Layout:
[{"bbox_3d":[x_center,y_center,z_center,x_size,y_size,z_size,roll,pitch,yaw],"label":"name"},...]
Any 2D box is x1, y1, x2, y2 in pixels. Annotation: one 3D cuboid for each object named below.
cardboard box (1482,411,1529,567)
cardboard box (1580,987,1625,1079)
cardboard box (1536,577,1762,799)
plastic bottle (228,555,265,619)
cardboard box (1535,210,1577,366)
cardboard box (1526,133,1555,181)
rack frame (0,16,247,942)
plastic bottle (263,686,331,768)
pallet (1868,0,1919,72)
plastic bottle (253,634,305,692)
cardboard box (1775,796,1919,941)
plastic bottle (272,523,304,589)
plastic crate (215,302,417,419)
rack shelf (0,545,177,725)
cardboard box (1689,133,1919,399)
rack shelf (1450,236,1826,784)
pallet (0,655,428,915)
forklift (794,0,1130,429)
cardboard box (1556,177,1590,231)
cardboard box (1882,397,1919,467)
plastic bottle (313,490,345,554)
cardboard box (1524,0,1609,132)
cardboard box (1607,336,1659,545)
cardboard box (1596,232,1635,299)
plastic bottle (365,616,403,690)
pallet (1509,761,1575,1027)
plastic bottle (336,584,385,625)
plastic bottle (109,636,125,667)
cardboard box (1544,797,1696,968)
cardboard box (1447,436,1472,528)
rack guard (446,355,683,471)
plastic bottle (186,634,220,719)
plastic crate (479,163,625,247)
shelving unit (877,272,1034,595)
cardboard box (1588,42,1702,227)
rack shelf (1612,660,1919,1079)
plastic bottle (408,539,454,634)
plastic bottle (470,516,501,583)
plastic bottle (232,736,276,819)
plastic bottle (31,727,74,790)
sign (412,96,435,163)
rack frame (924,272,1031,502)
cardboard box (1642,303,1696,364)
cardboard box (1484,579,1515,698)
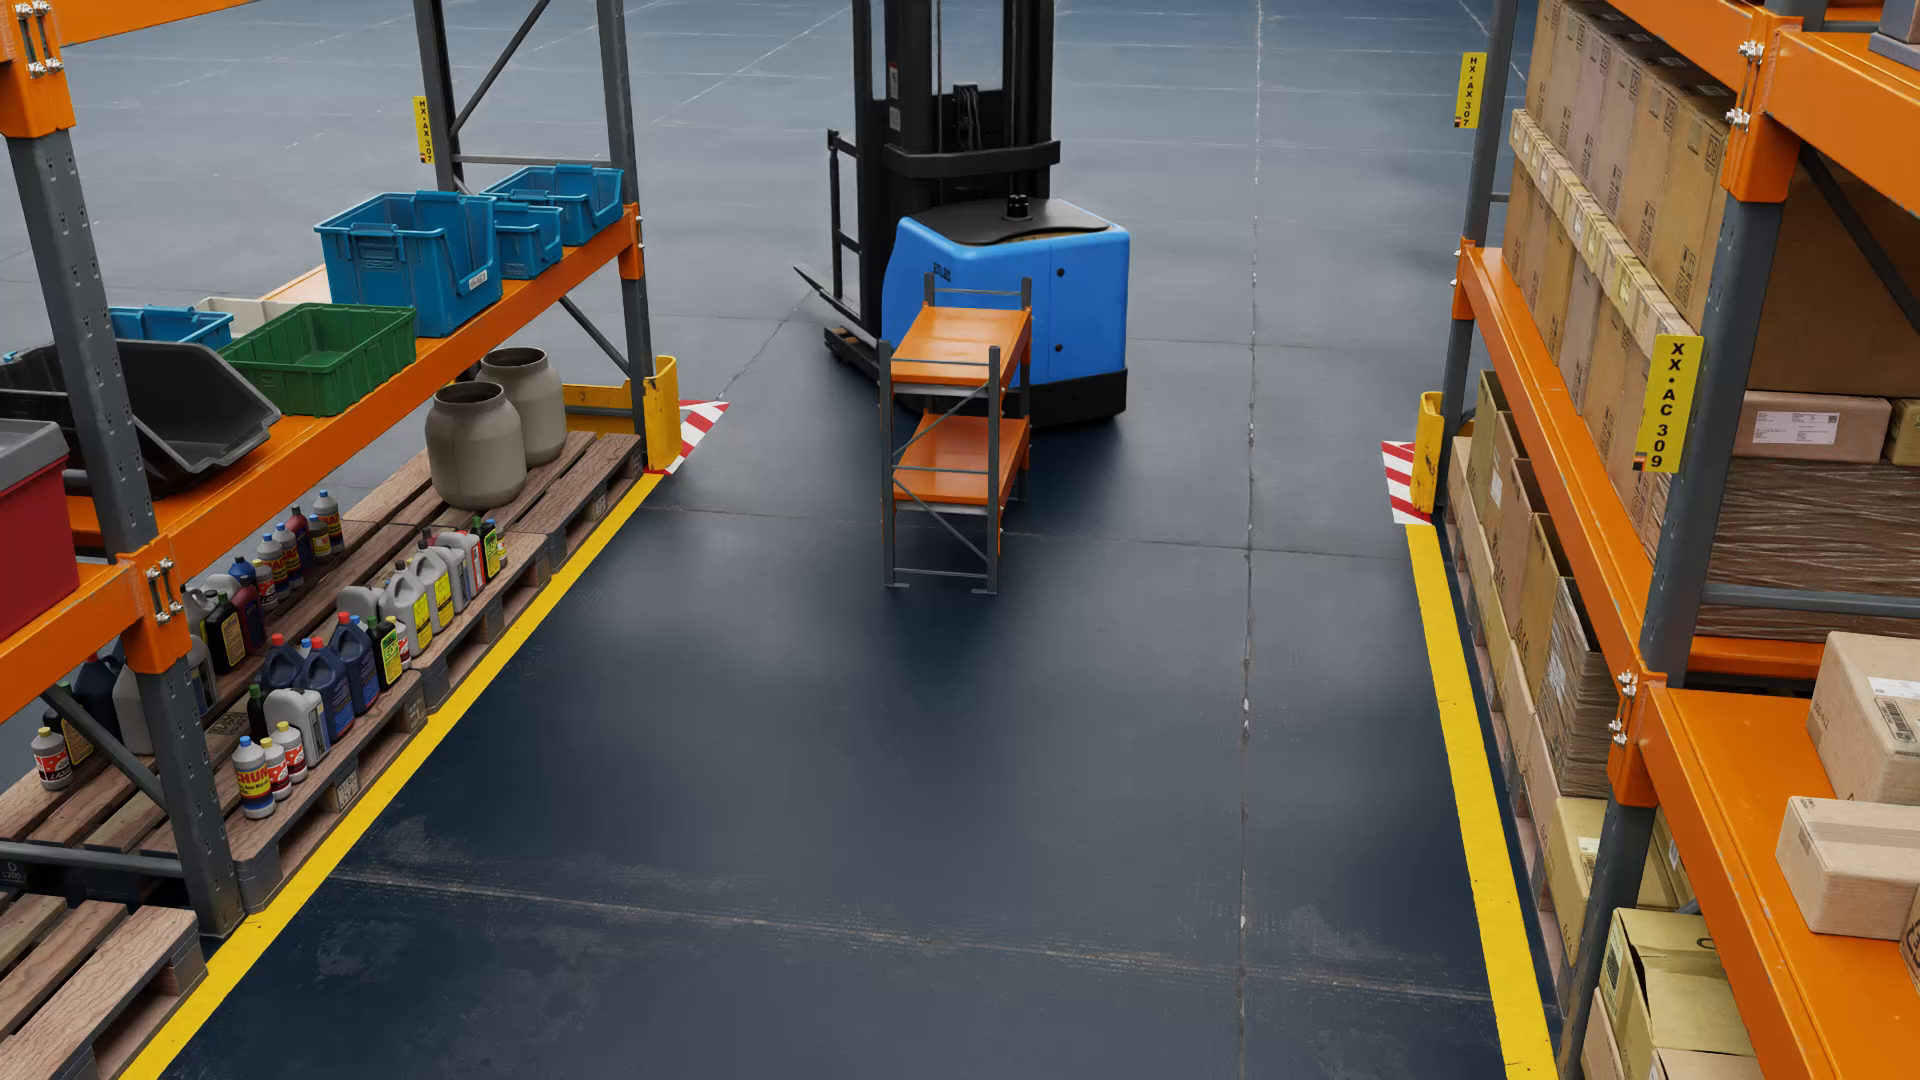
[{"bbox_3d":[2.340,-0.169,6.435,0.500,0.500,0.500,4,25,9],"label":"cardboard box"},{"bbox_3d":[1.832,1.367,4.038,0.500,0.250,0.500,3,25,7],"label":"cardboard box"},{"bbox_3d":[2.096,0.459,5.095,0.500,0.500,0.500,4,25,9],"label":"cardboard box"},{"bbox_3d":[-2.800,0.186,6.513,0.097,0.271,0.097,0,25,0],"label":"plastic bottle"},{"bbox_3d":[2.539,-0.936,6.093,0.700,0.500,0.500,4,25,9],"label":"cardboard box"},{"bbox_3d":[2.437,-1.487,6.506,0.380,0.149,0.250,4,25,9],"label":"cardboard box"},{"bbox_3d":[-2.744,-0.184,4.605,1.000,3.000,0.127,4,25,9],"label":"rack frame"},{"bbox_3d":[-2.234,0.610,5.602,0.152,0.276,0.135,5,26,10],"label":"plastic bottle"},{"bbox_3d":[2.011,-0.741,2.483,0.805,0.209,1.217,3,25,6],"label":"pallet"},{"bbox_3d":[-2.345,0.498,5.754,0.144,0.351,0.185,4,25,9],"label":"plastic bottle"},{"bbox_3d":[1.796,0.631,3.160,0.380,0.149,0.250,4,25,9],"label":"cardboard box"},{"bbox_3d":[-2.750,0.060,6.784,0.097,0.271,0.097,0,25,0],"label":"plastic bottle"},{"bbox_3d":[-2.244,-0.636,5.821,0.450,0.188,0.662,4,25,9],"label":"plastic crate"},{"bbox_3d":[-3.071,0.978,2.970,1.077,0.370,4.000,4,25,9],"label":"rack shelf"},{"bbox_3d":[2.208,-0.658,3.969,0.700,0.500,0.500,4,25,9],"label":"cardboard box"},{"bbox_3d":[2.469,-0.350,5.808,1.077,0.370,4.000,4,25,9],"label":"rack shelf"},{"bbox_3d":[-2.593,0.801,5.790,1.003,0.211,1.213,4,25,9],"label":"pallet"},{"bbox_3d":[-0.172,-2.451,9.529,1.130,2.935,3.031,-11,27,-23],"label":"forklift"},{"bbox_3d":[2.311,-1.163,5.814,0.380,0.149,0.250,4,25,8],"label":"cardboard box"},{"bbox_3d":[2.377,-0.277,3.921,0.380,0.149,0.250,4,25,8],"label":"cardboard box"},{"bbox_3d":[-2.694,-0.084,7.090,0.097,0.271,0.097,0,25,0],"label":"plastic bottle"},{"bbox_3d":[2.698,-1.929,6.684,0.700,0.500,0.500,4,25,9],"label":"cardboard box"},{"bbox_3d":[2.288,-0.292,4.717,0.700,0.500,0.500,4,25,8],"label":"cardboard box"},{"bbox_3d":[2.184,-0.838,5.119,0.380,0.149,0.250,5,25,10],"label":"cardboard box"},{"bbox_3d":[-2.104,0.393,6.057,0.061,0.283,0.133,5,26,11],"label":"plastic bottle"},{"bbox_3d":[2.313,1.094,5.164,1.003,0.211,1.213,4,25,9],"label":"pallet"},{"bbox_3d":[-2.253,0.285,6.297,0.152,0.276,0.135,4,25,9],"label":"plastic bottle"},{"bbox_3d":[-2.892,0.447,5.863,0.144,0.351,0.185,3,25,6],"label":"plastic bottle"},{"bbox_3d":[2.002,1.007,4.809,0.500,0.250,0.500,4,25,9],"label":"cardboard box"},{"bbox_3d":[2.489,-0.248,7.490,0.500,0.250,0.500,4,25,9],"label":"cardboard box"},{"bbox_3d":[-2.056,-0.690,8.634,1.175,0.500,0.348,4,25,9],"label":"rack guard"},{"bbox_3d":[-2.741,0.481,5.879,0.152,0.276,0.135,4,25,9],"label":"plastic bottle"},{"bbox_3d":[-1.877,-1.559,7.719,0.499,0.251,0.616,4,25,9],"label":"plastic crate"},{"bbox_3d":[-0.001,-0.507,7.506,0.538,1.125,1.048,4,25,9],"label":"shelving unit"},{"bbox_3d":[2.454,-1.288,5.315,0.700,0.500,0.500,4,25,9],"label":"cardboard box"},{"bbox_3d":[1.815,1.323,2.234,1.077,0.370,4.000,4,25,9],"label":"rack shelf"},{"bbox_3d":[-2.072,0.173,6.448,0.144,0.351,0.185,5,26,11],"label":"plastic bottle"},{"bbox_3d":[-1.959,0.023,6.848,0.061,0.283,0.133,5,25,10],"label":"plastic bottle"},{"bbox_3d":[-2.259,0.750,5.310,0.097,0.271,0.097,0,25,0],"label":"plastic bottle"},{"bbox_3d":[-2.992,0.711,5.475,0.097,0.201,0.097,0,25,0],"label":"plastic bottle"},{"bbox_3d":[-2.632,-2.022,8.205,0.100,0.325,0.005,4,25,9],"label":"sign"},{"bbox_3d":[0.082,-0.719,7.960,0.500,1.125,0.032,4,25,9],"label":"rack frame"},{"bbox_3d":[2.058,-0.520,4.439,0.380,0.149,0.250,3,25,7],"label":"cardboard box"},{"bbox_3d":[2.242,0.379,6.150,0.500,0.250,0.500,4,25,9],"label":"cardboard box"}]
